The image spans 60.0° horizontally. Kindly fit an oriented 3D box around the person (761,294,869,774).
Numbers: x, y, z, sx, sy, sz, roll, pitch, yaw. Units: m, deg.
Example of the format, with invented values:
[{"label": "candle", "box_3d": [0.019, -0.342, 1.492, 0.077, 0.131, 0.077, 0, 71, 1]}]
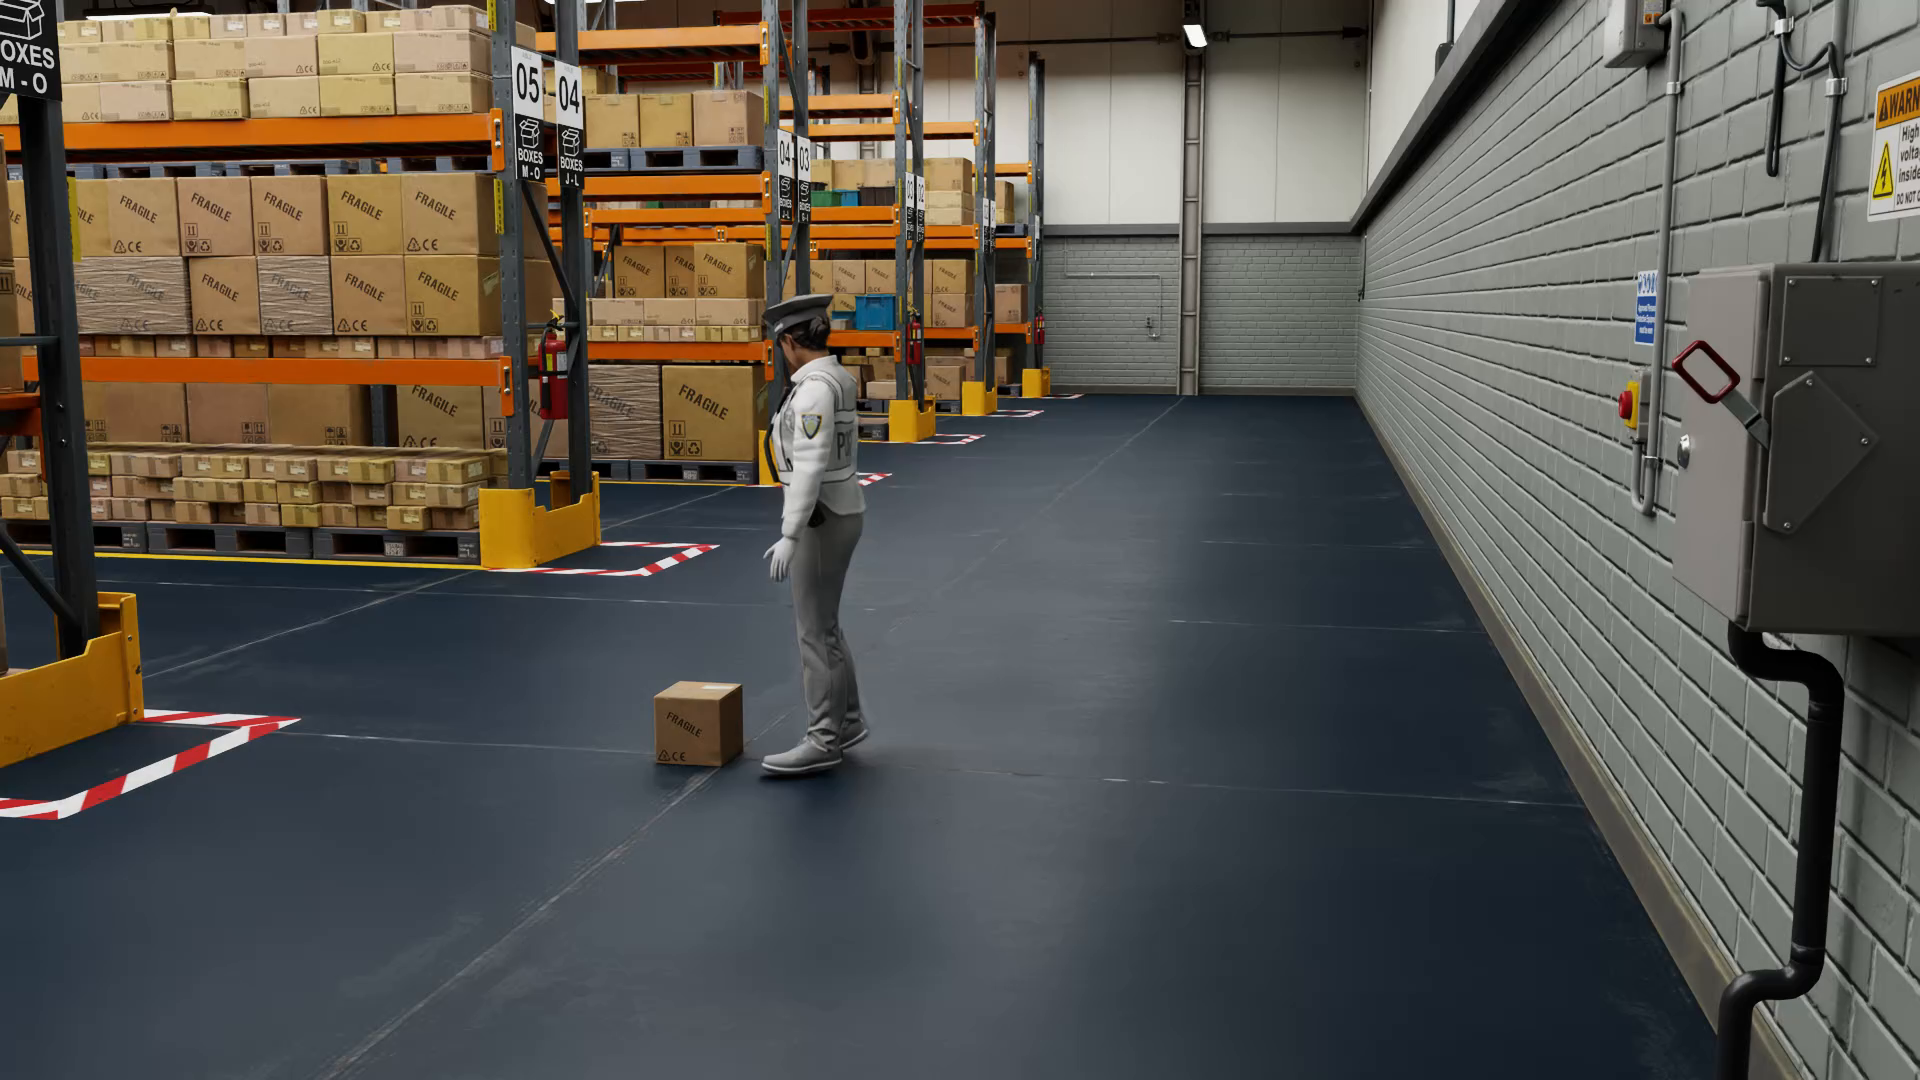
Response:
[{"label": "person", "box_3d": [-0.517, 0.000, 5.875, 0.373, 1.707, 0.562, 0, 8, 3]}]
